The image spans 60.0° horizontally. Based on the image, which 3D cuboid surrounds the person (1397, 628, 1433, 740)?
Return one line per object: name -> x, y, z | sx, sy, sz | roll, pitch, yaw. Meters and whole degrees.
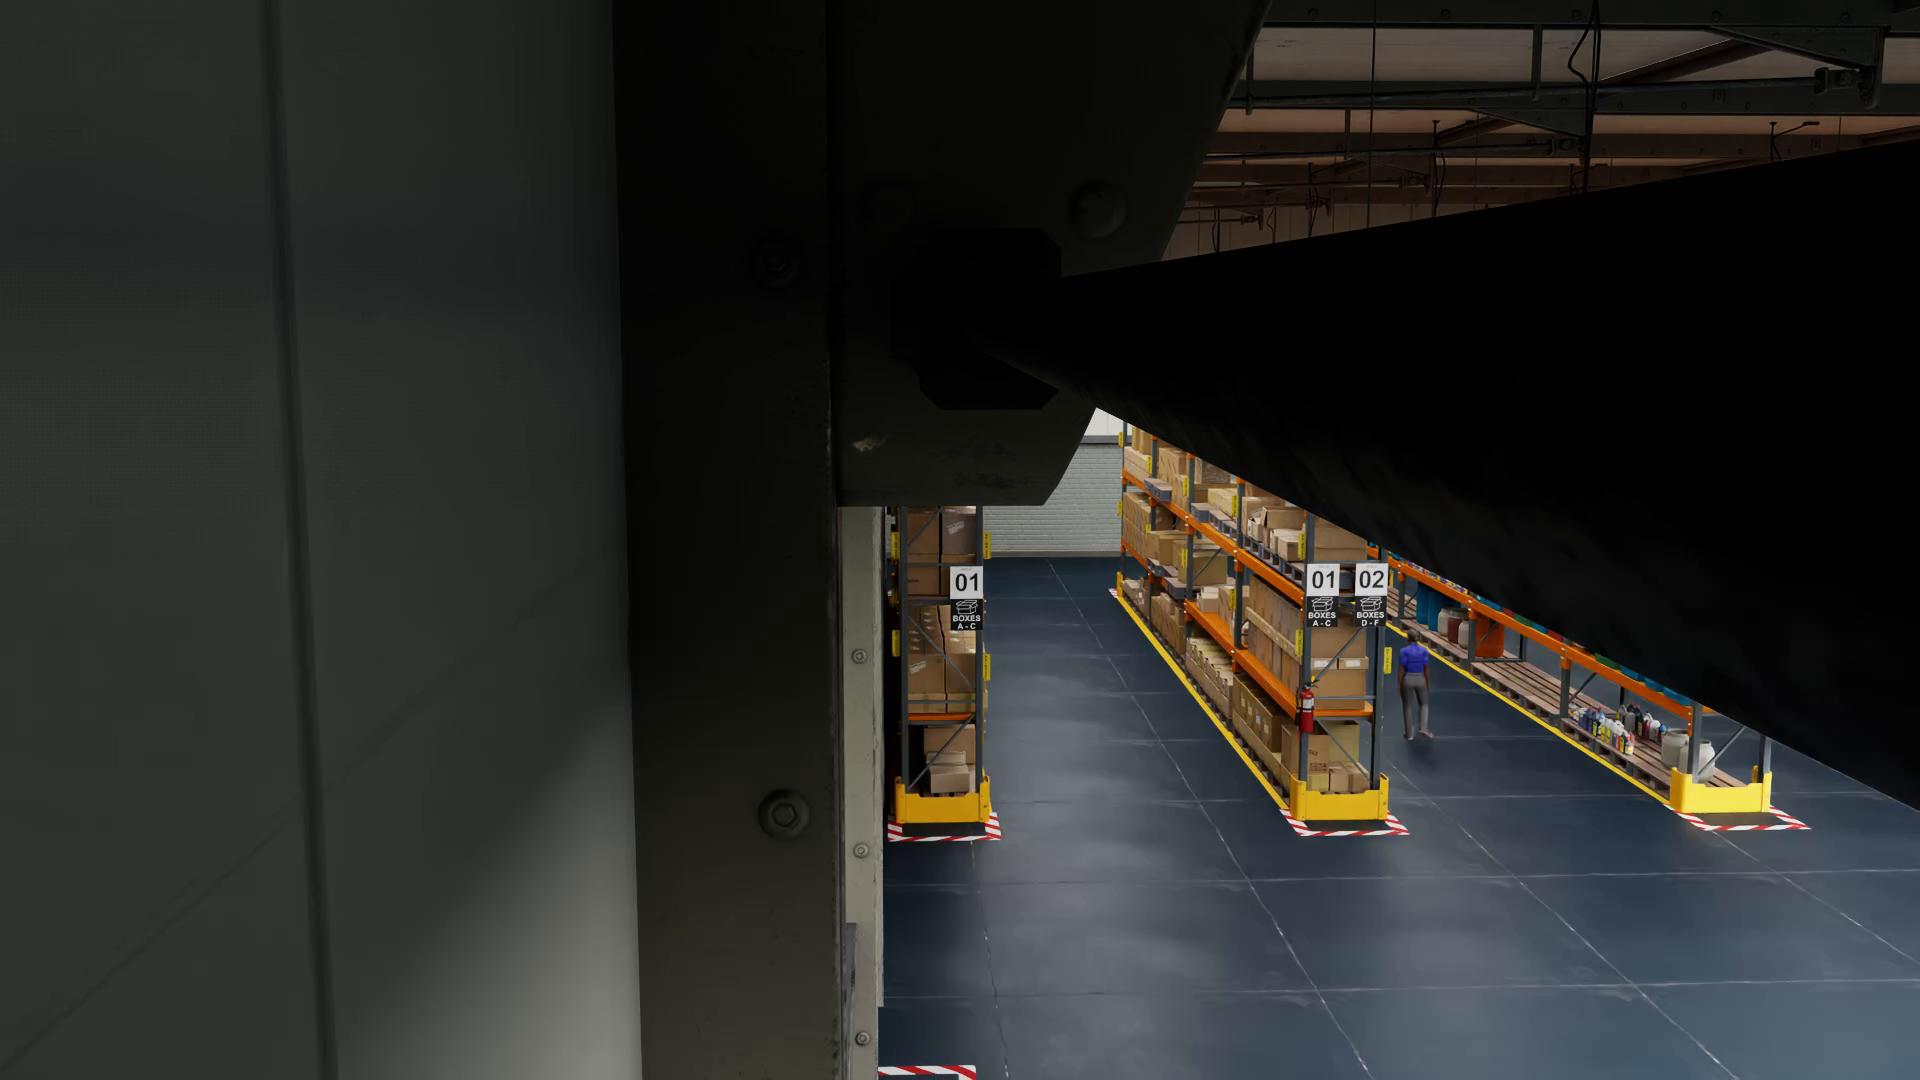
person -> 6.642, 2.125, 24.273 | 0.512, 1.642, 0.509 | 0, 8, 1
